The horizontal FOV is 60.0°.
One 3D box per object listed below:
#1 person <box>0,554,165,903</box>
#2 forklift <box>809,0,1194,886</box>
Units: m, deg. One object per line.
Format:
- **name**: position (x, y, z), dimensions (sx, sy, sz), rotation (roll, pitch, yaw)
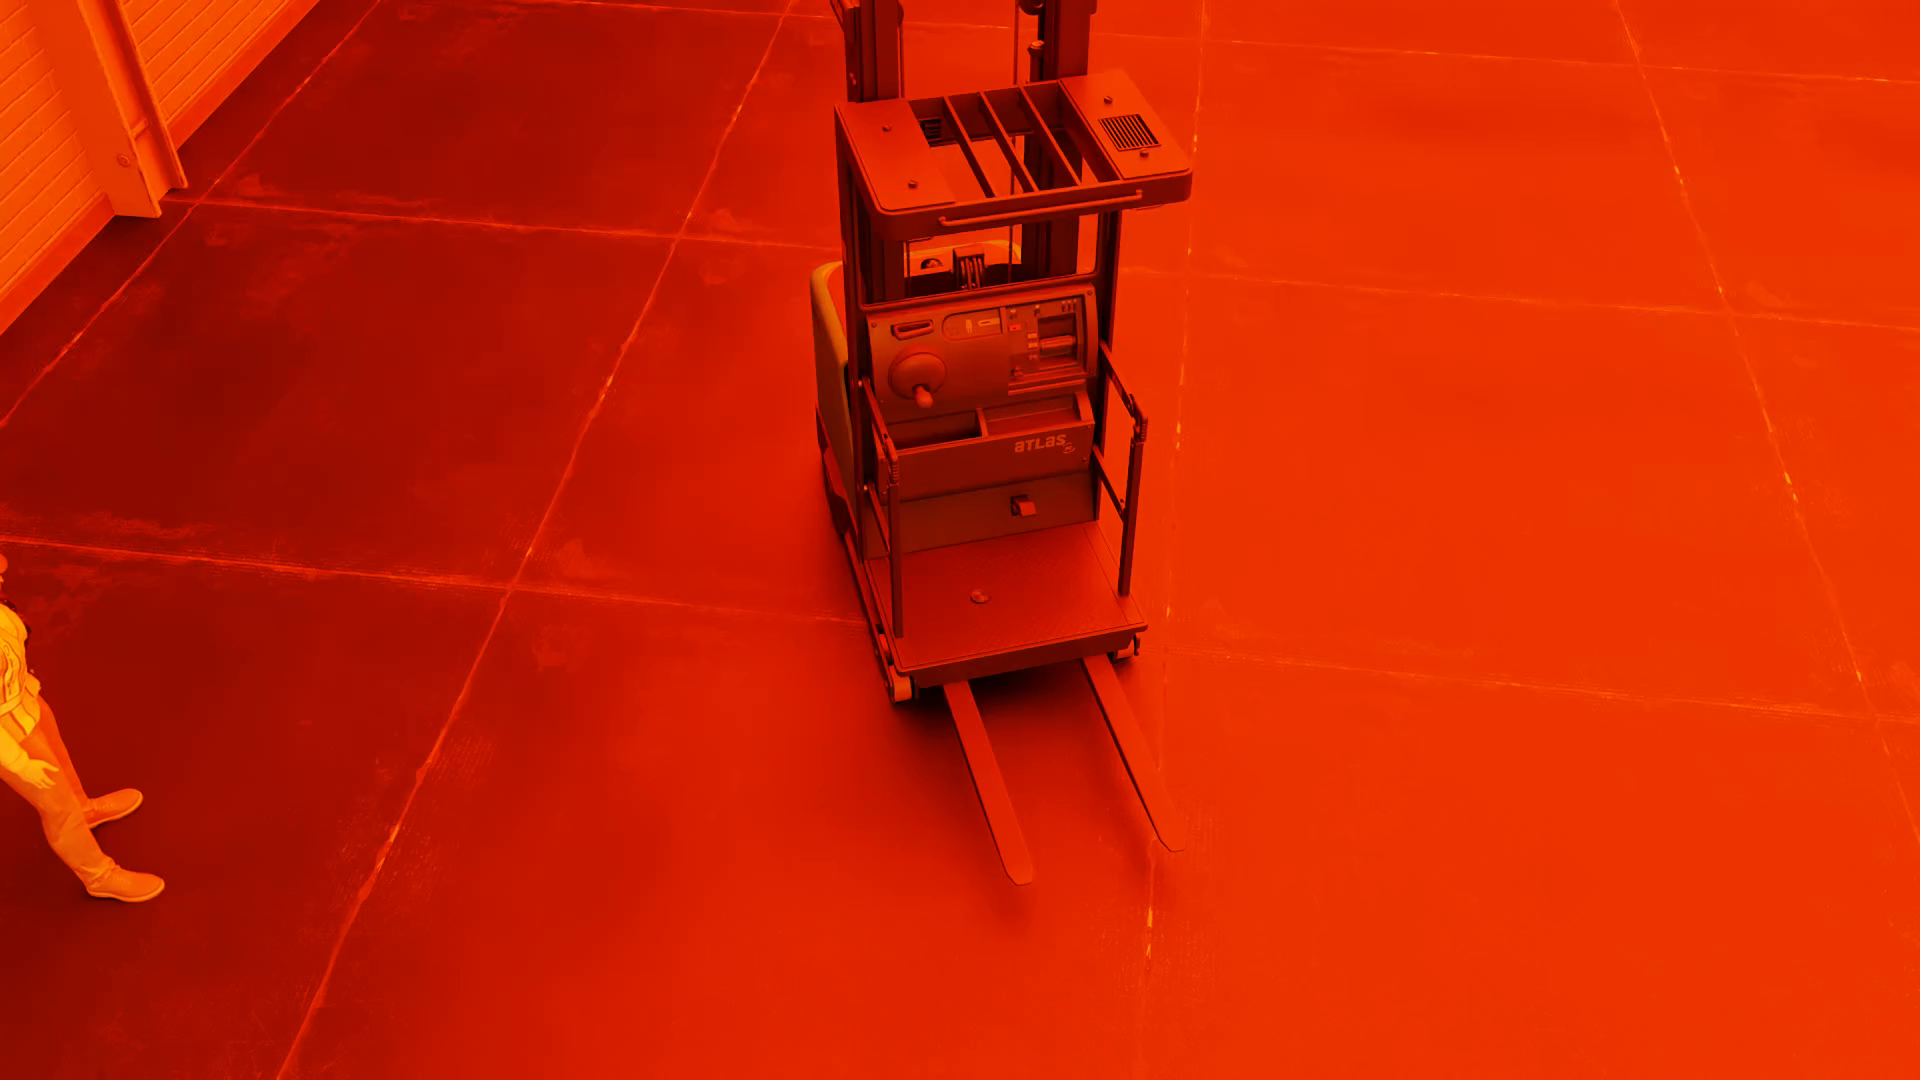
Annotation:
- **person**: position (-3.358, 0.642, 5.965), dimensions (0.418, 1.673, 0.613), rotation (-16, 45, -17)
- **forklift**: position (0.153, -0.681, 6.465), dimensions (1.130, 2.935, 3.031), rotation (-10, 44, -11)
